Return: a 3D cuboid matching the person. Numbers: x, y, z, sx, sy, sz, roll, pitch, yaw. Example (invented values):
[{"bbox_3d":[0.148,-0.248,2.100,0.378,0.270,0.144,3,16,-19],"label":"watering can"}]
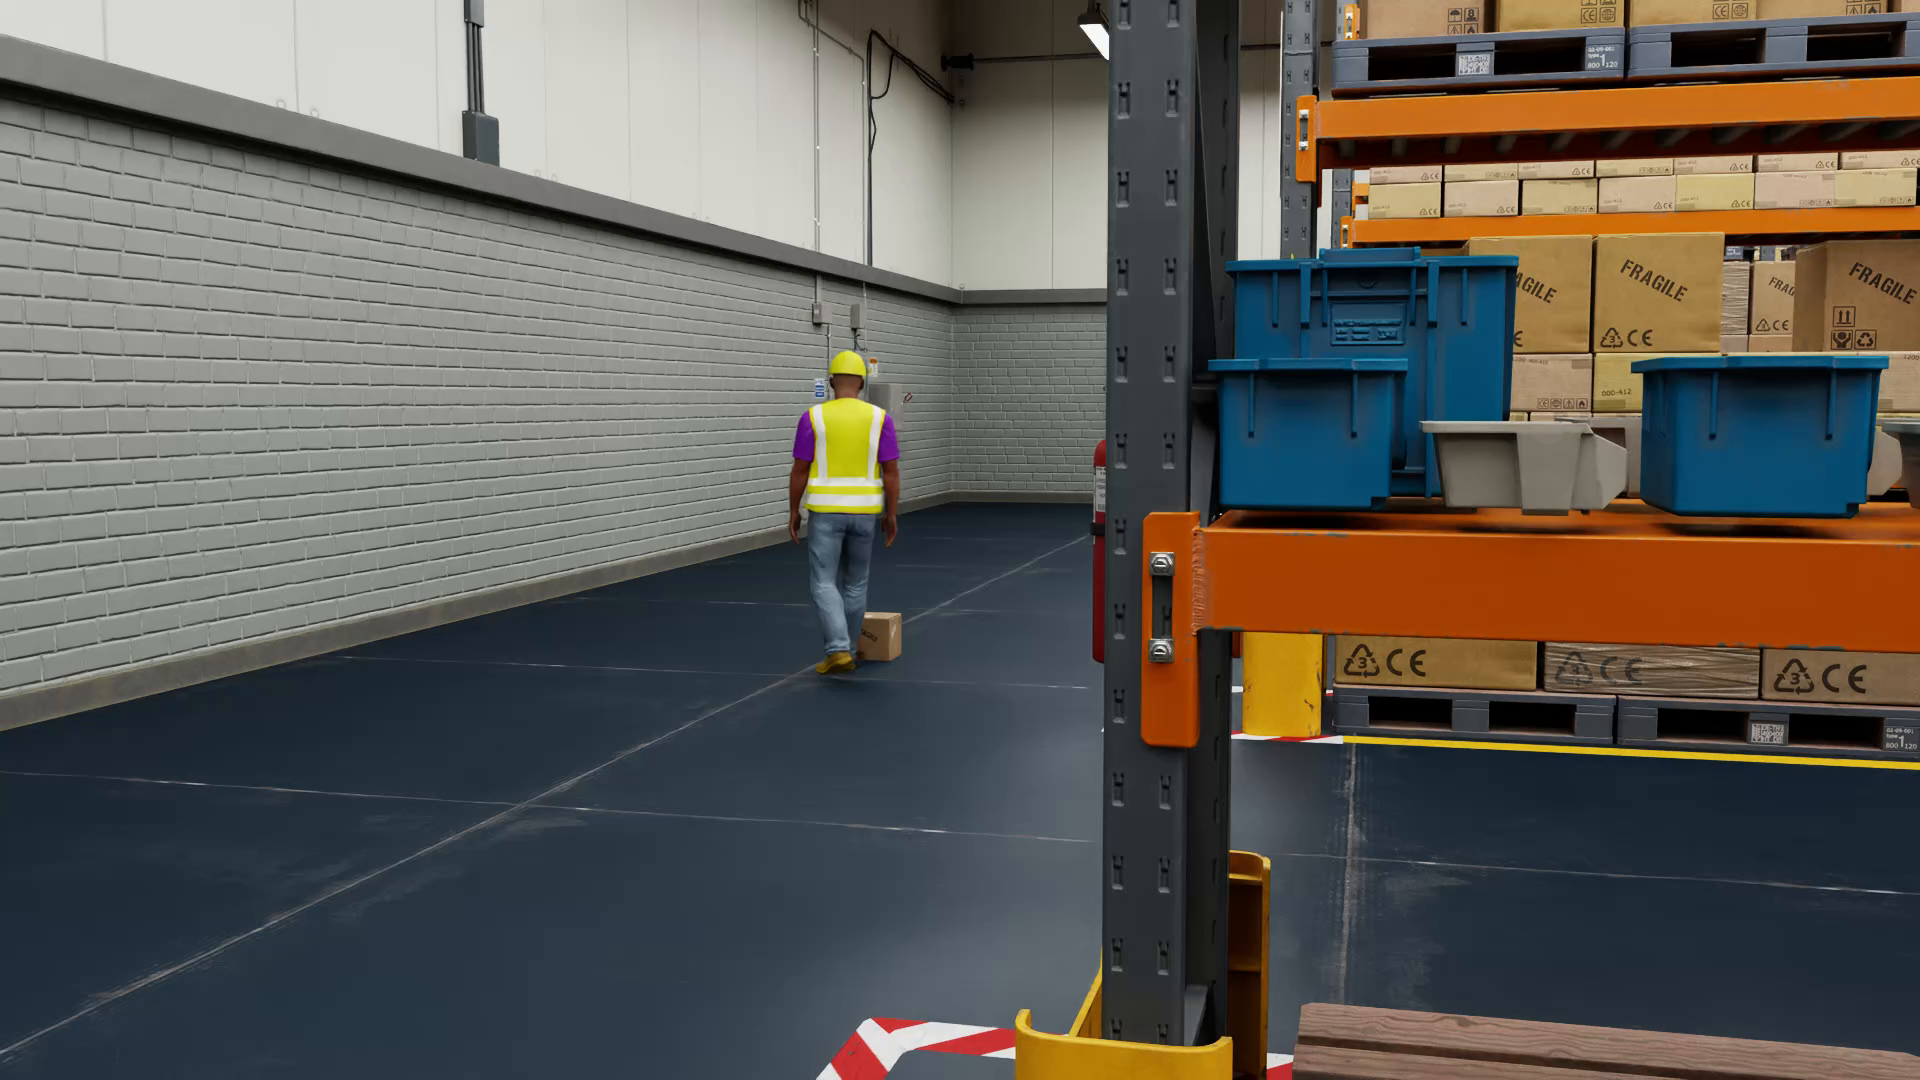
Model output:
[{"bbox_3d":[-0.638,-0.141,9.071,0.588,1.770,0.770,-1,5,-17],"label":"person"}]
